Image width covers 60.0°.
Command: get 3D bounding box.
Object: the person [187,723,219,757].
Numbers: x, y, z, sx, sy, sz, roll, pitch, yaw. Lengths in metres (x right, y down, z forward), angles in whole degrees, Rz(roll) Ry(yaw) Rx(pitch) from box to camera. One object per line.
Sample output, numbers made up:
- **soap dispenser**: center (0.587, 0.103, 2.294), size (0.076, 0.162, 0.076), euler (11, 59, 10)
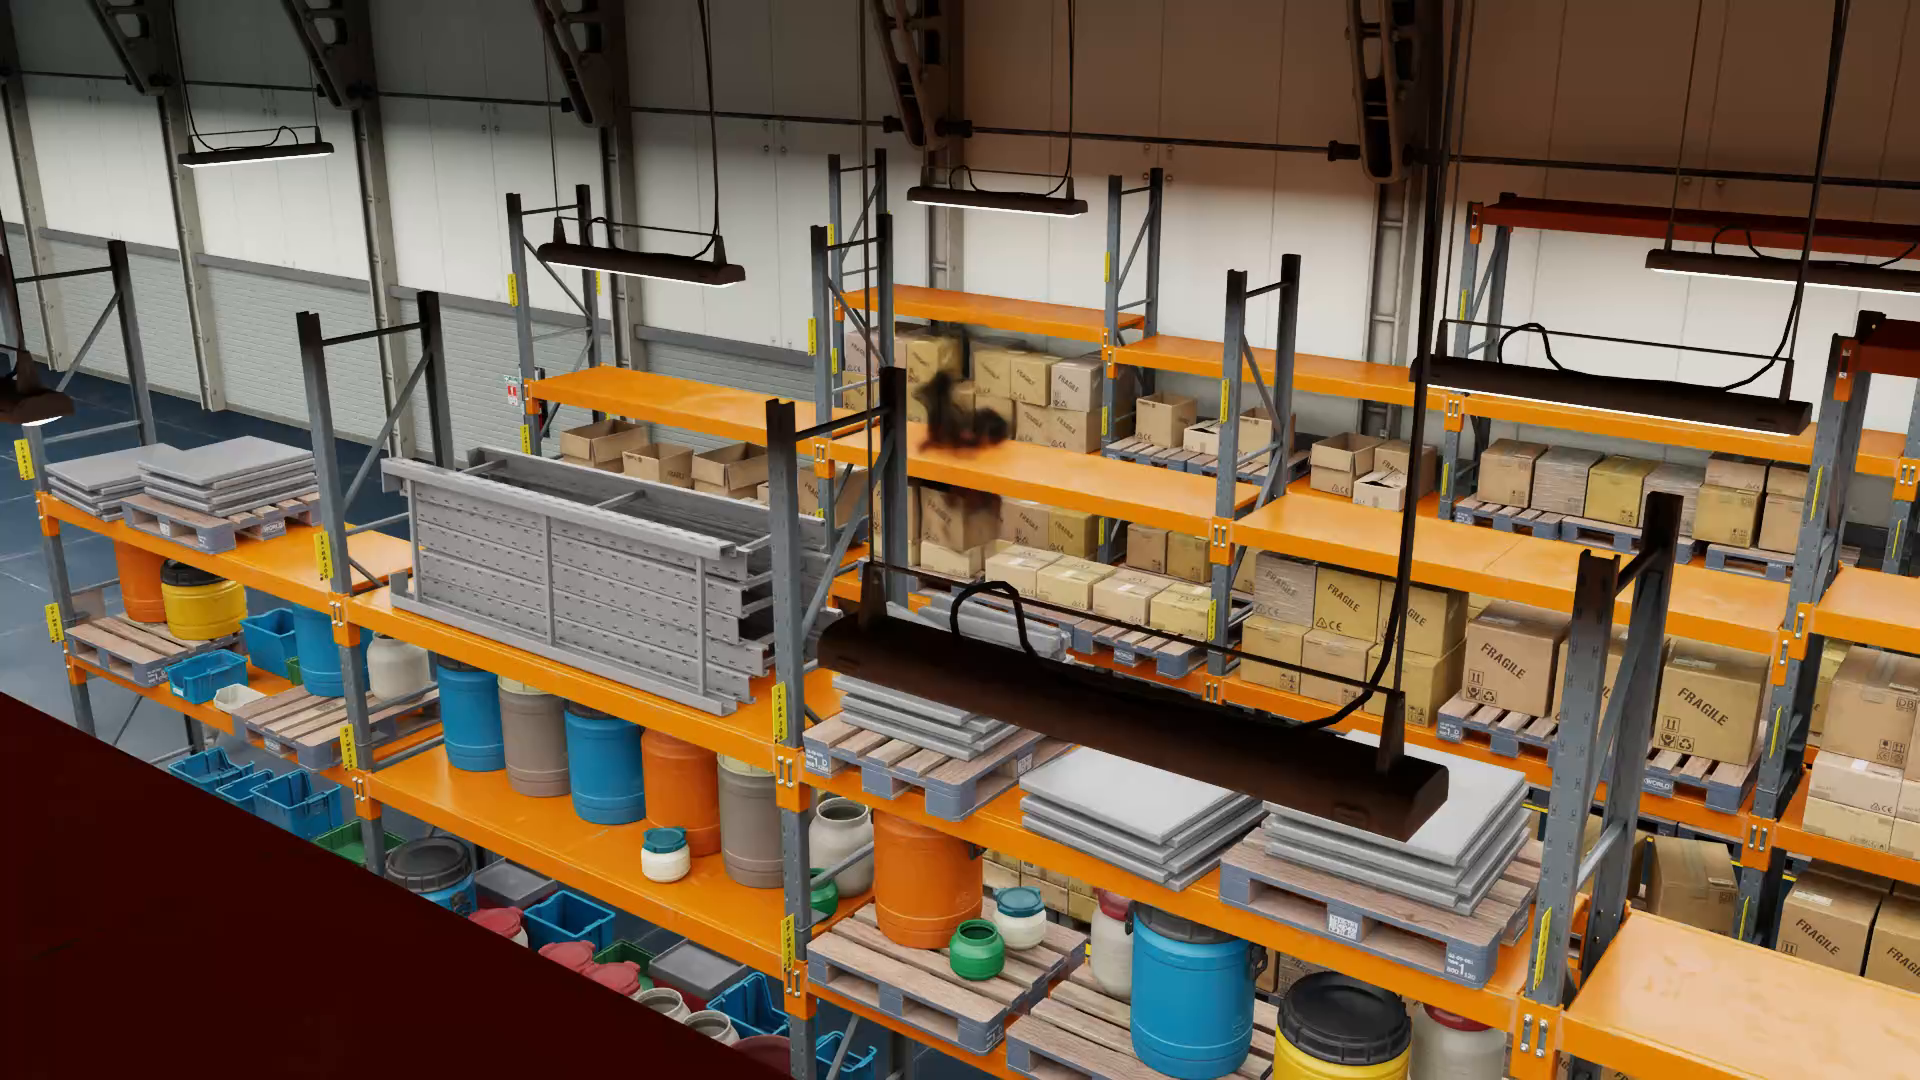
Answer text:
- **person**: center (-8.007, 1.429, 18.058), size (0.952, 1.784, 0.715), euler (-10, 21, -28)
